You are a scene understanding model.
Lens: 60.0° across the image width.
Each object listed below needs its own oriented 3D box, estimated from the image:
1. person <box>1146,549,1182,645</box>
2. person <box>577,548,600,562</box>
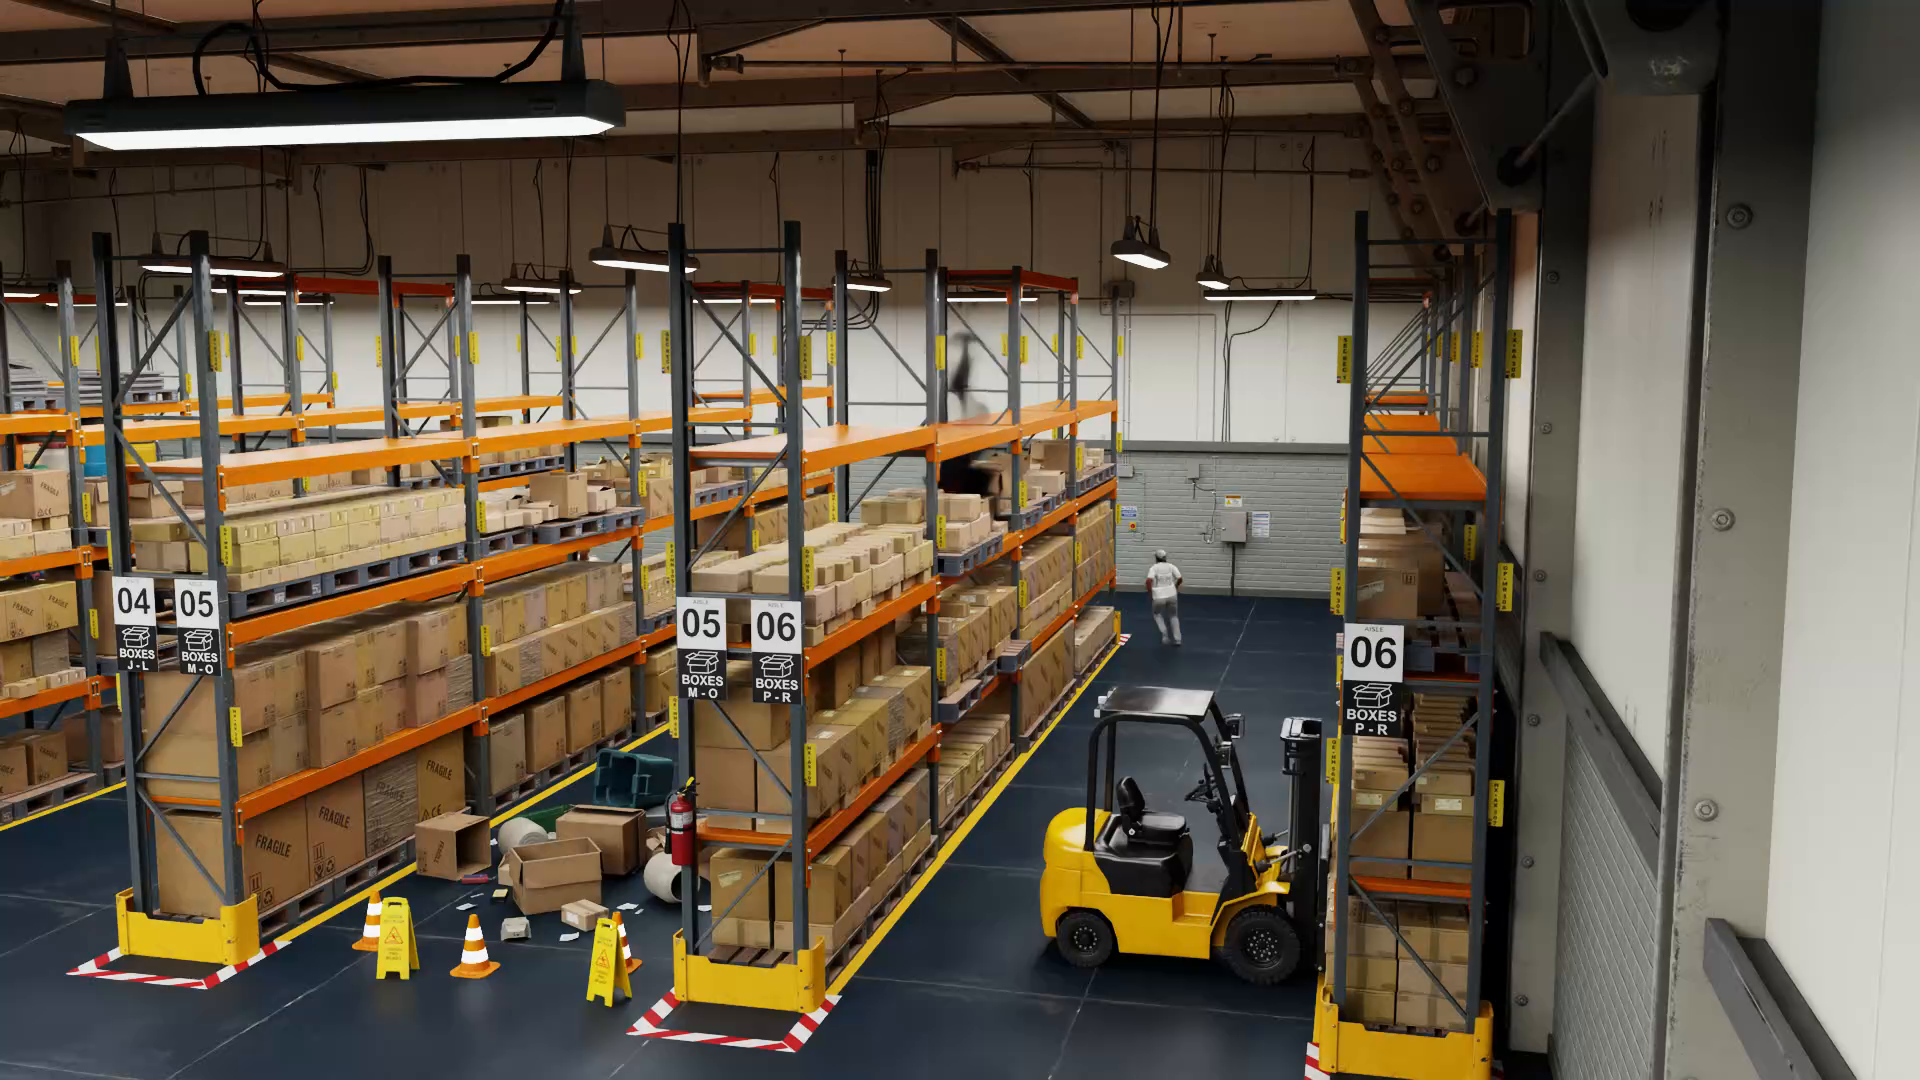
[{"bbox_3d":[3.402,0.959,27.976,0.664,1.620,0.595,-1,7,-7],"label":"person"},{"bbox_3d":[-6.290,0.878,28.104,0.662,1.759,0.887,1,7,12],"label":"person"}]
